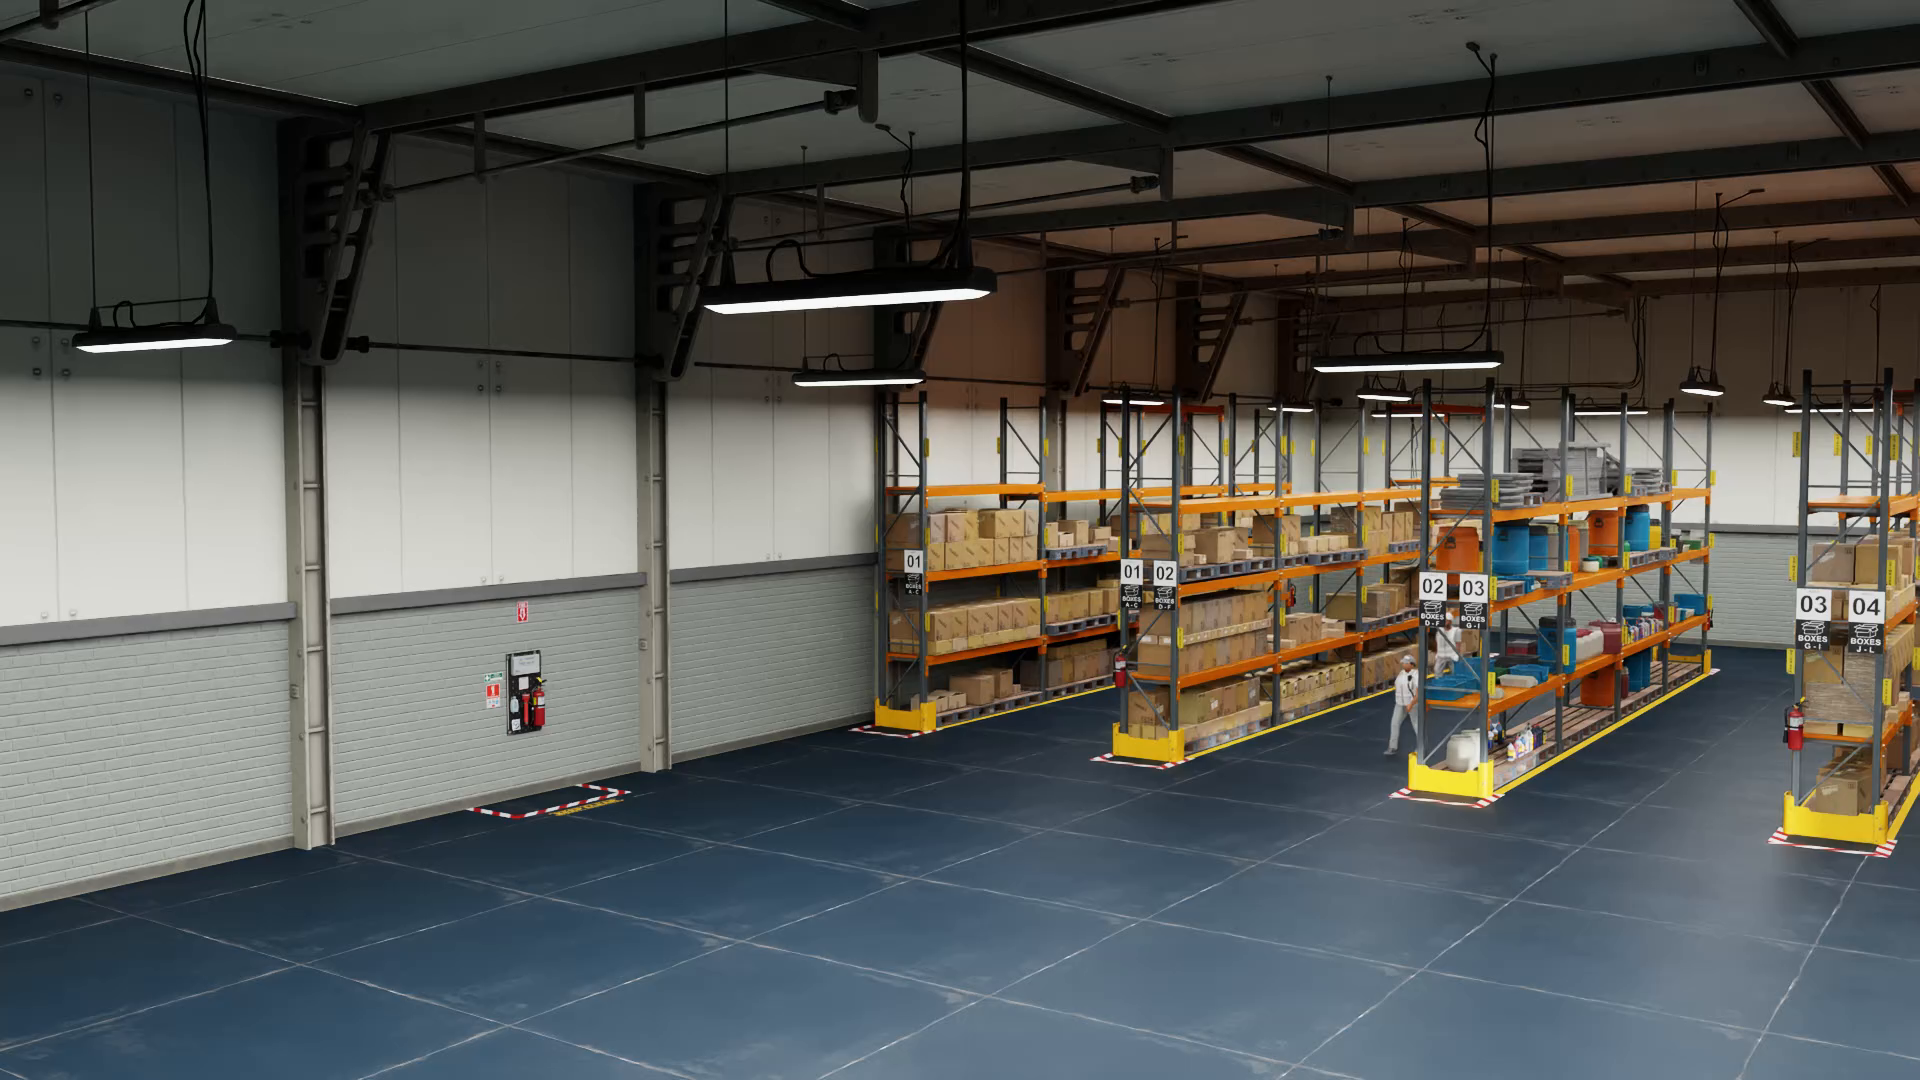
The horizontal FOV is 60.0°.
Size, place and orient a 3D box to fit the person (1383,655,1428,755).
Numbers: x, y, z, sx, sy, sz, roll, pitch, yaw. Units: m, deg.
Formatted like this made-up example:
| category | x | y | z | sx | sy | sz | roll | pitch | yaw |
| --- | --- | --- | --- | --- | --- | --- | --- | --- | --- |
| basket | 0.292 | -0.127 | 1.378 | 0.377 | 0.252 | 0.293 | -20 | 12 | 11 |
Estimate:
| category | x | y | z | sx | sy | sz | roll | pitch | yaw |
| --- | --- | --- | --- | --- | --- | --- | --- | --- | --- |
| person | 7.296 | 2.681 | 27.092 | 1.001 | 1.603 | 0.478 | -3 | 4 | -45 |

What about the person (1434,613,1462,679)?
| category | x | y | z | sx | sy | sz | roll | pitch | yaw |
| --- | --- | --- | --- | --- | --- | --- | --- | --- | --- |
| person | 9.593 | 2.292 | 32.780 | 0.552 | 1.712 | 1.087 | 2 | 4 | 30 |
